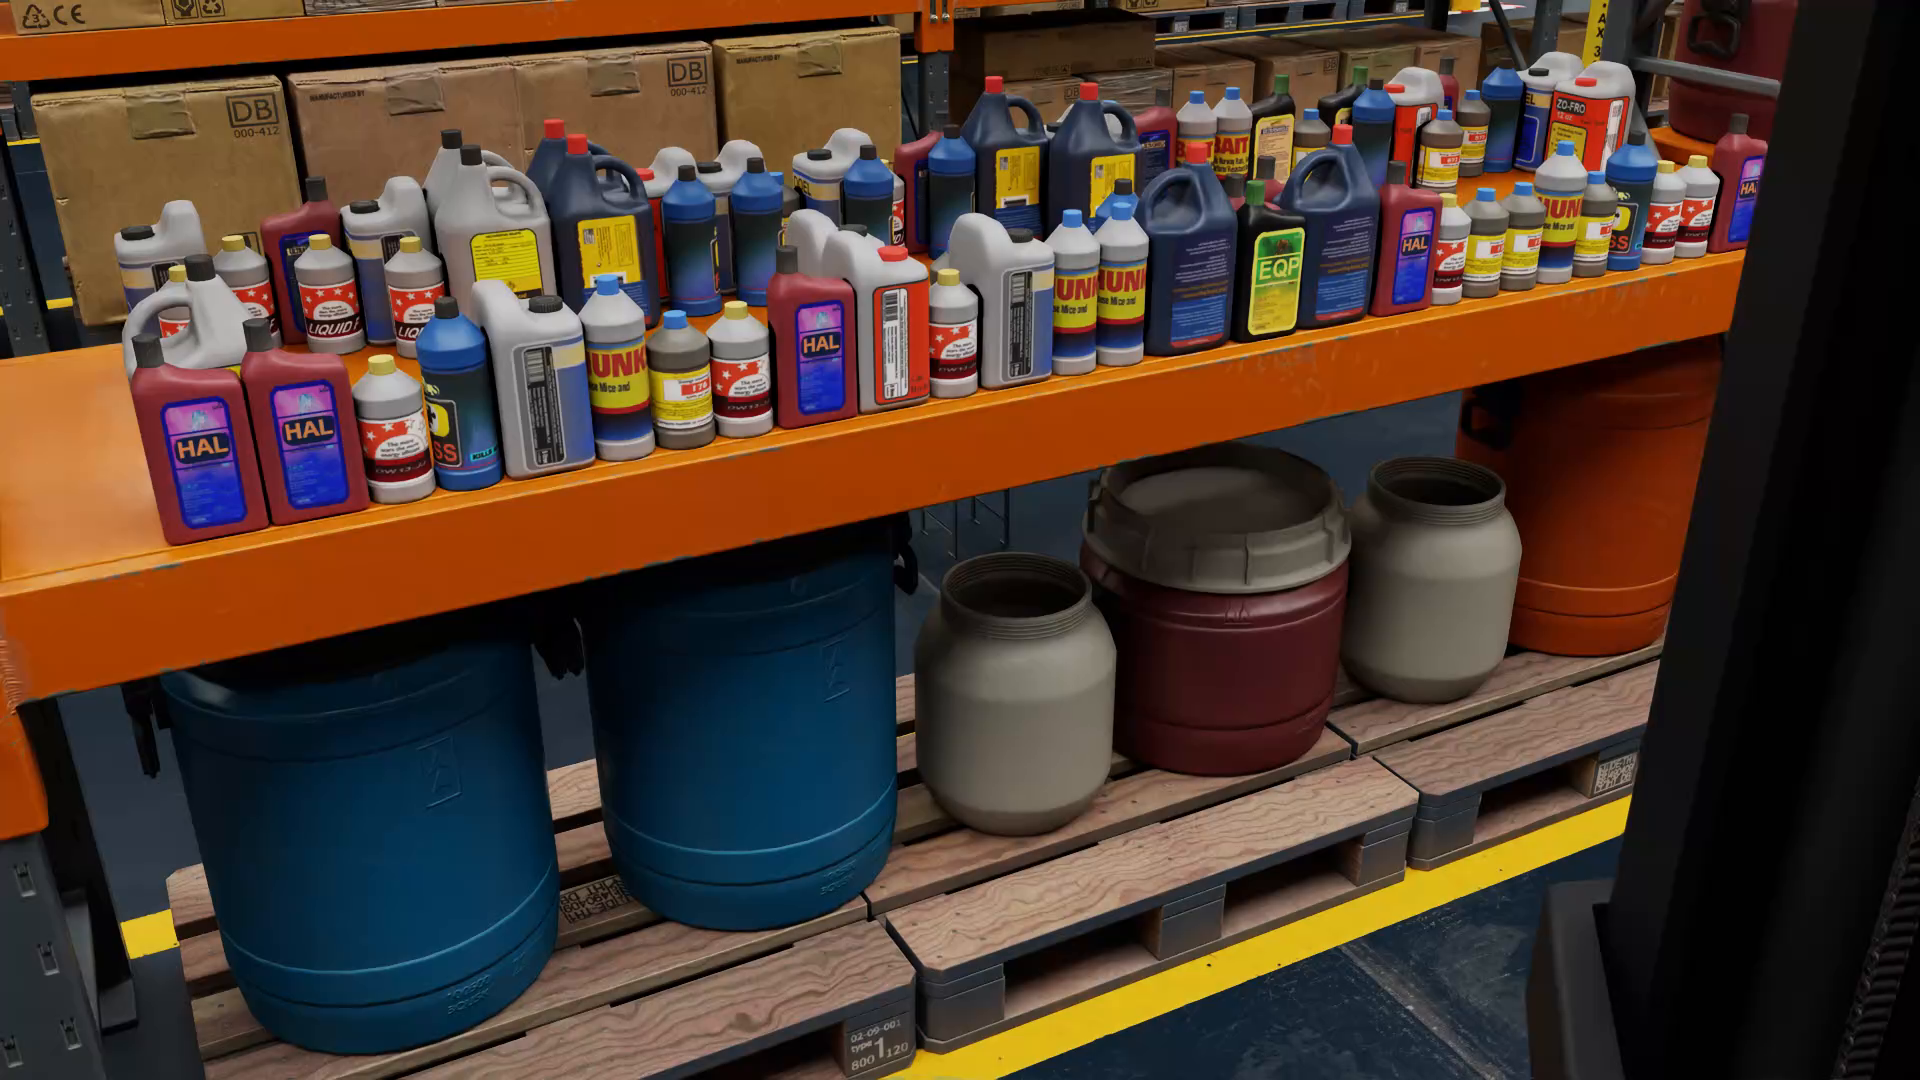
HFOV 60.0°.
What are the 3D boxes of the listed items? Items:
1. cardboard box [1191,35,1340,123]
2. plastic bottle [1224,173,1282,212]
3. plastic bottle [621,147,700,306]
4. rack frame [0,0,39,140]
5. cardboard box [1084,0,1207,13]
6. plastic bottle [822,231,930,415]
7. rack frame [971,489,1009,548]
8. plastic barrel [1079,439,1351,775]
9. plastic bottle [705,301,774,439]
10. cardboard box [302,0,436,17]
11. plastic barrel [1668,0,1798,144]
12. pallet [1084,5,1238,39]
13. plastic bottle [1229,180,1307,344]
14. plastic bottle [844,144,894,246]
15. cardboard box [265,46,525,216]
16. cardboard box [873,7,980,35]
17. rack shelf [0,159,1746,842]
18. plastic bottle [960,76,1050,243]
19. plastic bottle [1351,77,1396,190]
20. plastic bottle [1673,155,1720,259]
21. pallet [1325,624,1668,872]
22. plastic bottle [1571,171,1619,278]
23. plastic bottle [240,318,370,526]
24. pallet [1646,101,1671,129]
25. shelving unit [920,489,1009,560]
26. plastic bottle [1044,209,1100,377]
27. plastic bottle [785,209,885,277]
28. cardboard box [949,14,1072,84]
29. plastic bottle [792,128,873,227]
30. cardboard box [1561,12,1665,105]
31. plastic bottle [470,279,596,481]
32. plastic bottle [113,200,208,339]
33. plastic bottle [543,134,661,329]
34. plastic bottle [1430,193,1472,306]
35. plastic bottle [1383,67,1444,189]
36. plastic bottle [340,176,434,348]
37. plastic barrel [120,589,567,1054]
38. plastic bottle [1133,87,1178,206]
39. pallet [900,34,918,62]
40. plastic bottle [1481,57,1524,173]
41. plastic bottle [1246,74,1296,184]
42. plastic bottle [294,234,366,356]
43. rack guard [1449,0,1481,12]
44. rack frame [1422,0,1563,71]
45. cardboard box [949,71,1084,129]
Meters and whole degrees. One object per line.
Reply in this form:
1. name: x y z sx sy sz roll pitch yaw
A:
1. cardboard box: 1.715 -2.553 9.481 0.500 0.500 0.700 -16 30 -29
2. plastic bottle: 0.517 -0.523 3.009 0.133 0.283 0.061 -13 29 -25
3. plastic bottle: -0.575 -0.606 3.190 0.135 0.276 0.152 -13 29 -25
4. rack frame: -6.114 -4.087 10.298 0.127 3.000 1.000 -13 29 -25
5. cardboard box: 1.533 -5.050 14.272 0.875 0.875 0.875 -13 28 -24
6. plastic bottle: -0.134 -0.363 2.683 0.135 0.276 0.152 -13 29 -25
7. rack frame: 0.094 -0.562 5.035 0.006 1.200 0.240 -13 29 -25
8. plastic barrel: 0.571 0.138 3.798 0.708 0.588 0.600 -13 29 -25
9. plastic bottle: -0.341 -0.268 2.571 0.097 0.201 0.097 0 26 0
10. cardboard box: -2.461 -2.420 6.710 0.500 0.500 0.500 -14 29 -26
11. plastic barrel: 2.258 -1.367 4.475 0.708 0.536 0.600 -13 29 -25
12. pallet: 1.653 -4.585 14.555 1.213 0.211 1.003 -13 29 -25
13. plastic bottle: 0.546 -0.500 2.961 0.133 0.283 0.061 -13 29 -25
14. plastic bottle: -0.177 -0.635 3.255 0.097 0.271 0.097 0 26 0
15. cardboard box: -2.526 -1.724 7.346 0.875 0.875 1.225 -14 29 -27
16. cardboard box: -0.413 -4.536 13.346 0.750 0.750 1.050 -13 29 -25
17. rack shelf: 0.226 -0.364 3.374 4.000 0.370 1.077 -13 29 -25
18. plastic bottle: 0.091 -0.795 3.498 0.185 0.351 0.144 -13 29 -25
19. plastic bottle: 0.962 -0.942 3.896 0.097 0.271 0.097 0 26 0
20. plastic bottle: 1.521 -0.697 3.466 0.097 0.201 0.097 0 26 0
21. pallet: 1.315 0.338 4.303 1.213 0.211 1.003 -13 29 -25
22. plastic bottle: 1.263 -0.638 3.342 0.097 0.201 0.097 0 26 0
23. plastic bottle: -0.896 -0.167 2.268 0.133 0.283 0.061 -13 29 -25
24. pallet: 3.766 -2.695 10.620 1.213 0.211 1.003 -13 29 -25
25. shelving unit: 0.013 -0.544 4.996 0.189 1.200 0.258 -13 29 -25
26. plastic bottle: 0.186 -0.421 2.810 0.097 0.271 0.097 0 26 0
27. plastic bottle: -0.205 -0.421 2.804 0.135 0.276 0.152 -13 29 -25
28. cardboard box: 0.237 -2.545 8.598 0.500 0.250 0.500 -12 28 -23
29. plastic bottle: -0.252 -0.681 3.345 0.135 0.276 0.152 -13 29 -25
30. cardboard box: 4.063 -3.050 10.540 0.500 0.500 0.500 -4 26 -9
31. plastic bottle: -0.628 -0.248 2.445 0.135 0.276 0.152 -13 29 -25
32. plastic bottle: -1.343 -0.429 2.821 0.135 0.276 0.152 -13 29 -25
33. plastic bottle: -0.650 -0.554 2.994 0.185 0.351 0.144 -13 29 -25
34. plastic bottle: 0.920 -0.559 3.177 0.097 0.201 0.097 0 26 0
35. plastic bottle: 1.049 -0.981 3.971 0.135 0.276 0.152 -13 29 -25
36. plastic bottle: -1.020 -0.503 2.976 0.135 0.276 0.152 -13 29 -25
37. plastic barrel: -1.050 0.371 2.950 0.708 0.901 0.600 -13 29 -25
38. plastic bottle: 0.416 -0.861 3.712 0.133 0.283 0.061 -13 29 -25
39. pallet: -0.778 -4.024 13.387 1.213 0.211 1.003 -13 29 -25
40. plastic bottle: 1.342 -1.060 4.141 0.097 0.271 0.097 0 26 0
41. plastic bottle: 0.706 -0.927 3.851 0.133 0.283 0.061 -13 29 -25
42. plastic bottle: -1.107 -0.433 2.916 0.097 0.201 0.097 0 26 0
43. rack guard: 4.496 -5.410 15.939 0.348 0.500 1.175 -13 29 -25
44. rack frame: 3.190 -3.802 9.703 0.127 3.000 1.000 -13 29 -25
45. cardboard box: 0.242 -2.203 8.752 0.500 0.500 0.700 -15 29 -28
